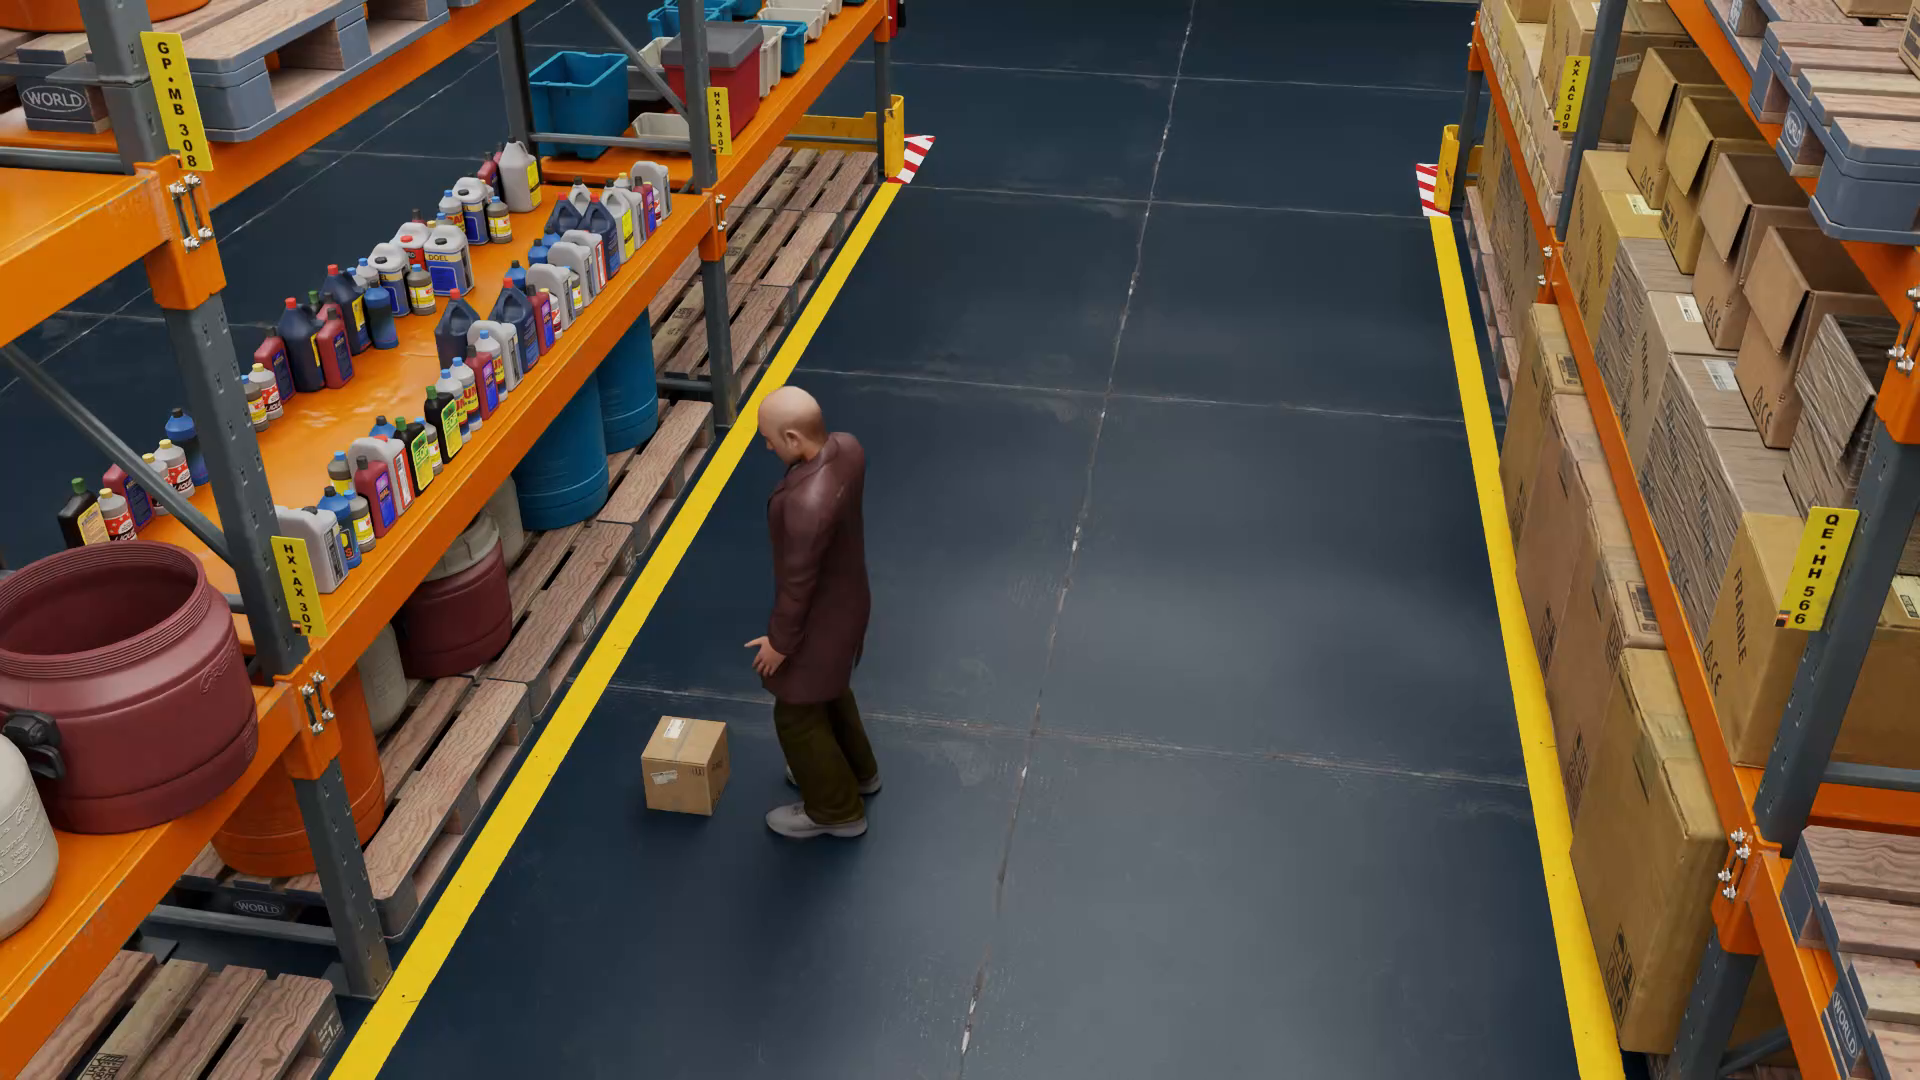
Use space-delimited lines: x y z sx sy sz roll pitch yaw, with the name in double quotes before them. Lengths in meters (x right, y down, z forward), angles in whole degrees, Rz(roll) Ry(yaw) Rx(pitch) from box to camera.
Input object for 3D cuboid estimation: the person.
"person" -0.511 0.267 5.748 0.382 1.761 0.572 6 32 9
